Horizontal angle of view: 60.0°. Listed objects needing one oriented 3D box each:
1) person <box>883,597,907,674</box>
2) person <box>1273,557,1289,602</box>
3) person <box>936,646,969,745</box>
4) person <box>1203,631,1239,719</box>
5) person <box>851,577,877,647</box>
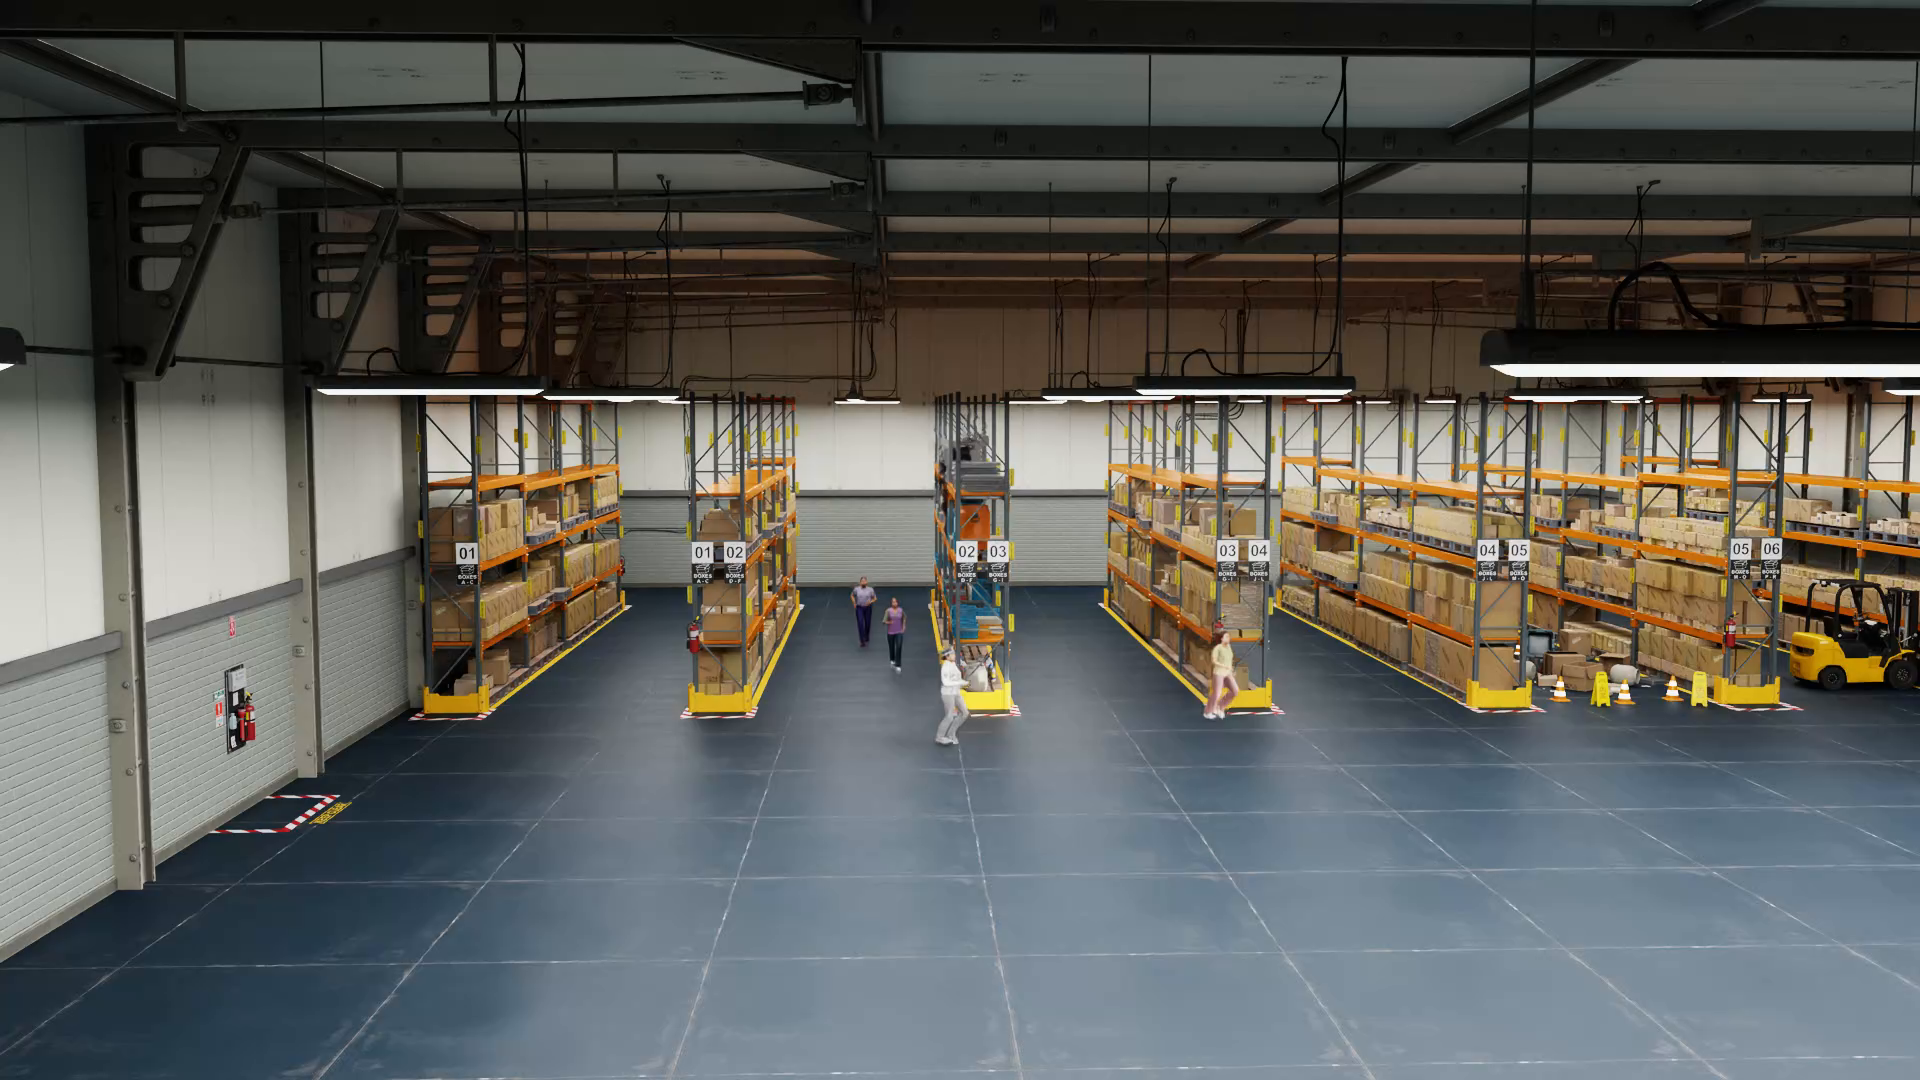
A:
[{"bbox_3d":[-1.407,2.029,35.837,0.527,1.607,0.838,0,5,-5],"label":"person"},{"bbox_3d":[9.488,1.012,48.656,0.811,1.672,0.659,-1,5,-15],"label":"person"},{"bbox_3d":[-0.109,2.634,28.121,0.628,1.703,0.595,2,5,24],"label":"person"},{"bbox_3d":[4.810,2.458,30.366,0.608,1.629,0.650,-3,6,-37],"label":"person"},{"bbox_3d":[-2.304,1.702,39.915,0.617,1.649,0.837,-1,5,-7],"label":"person"}]
